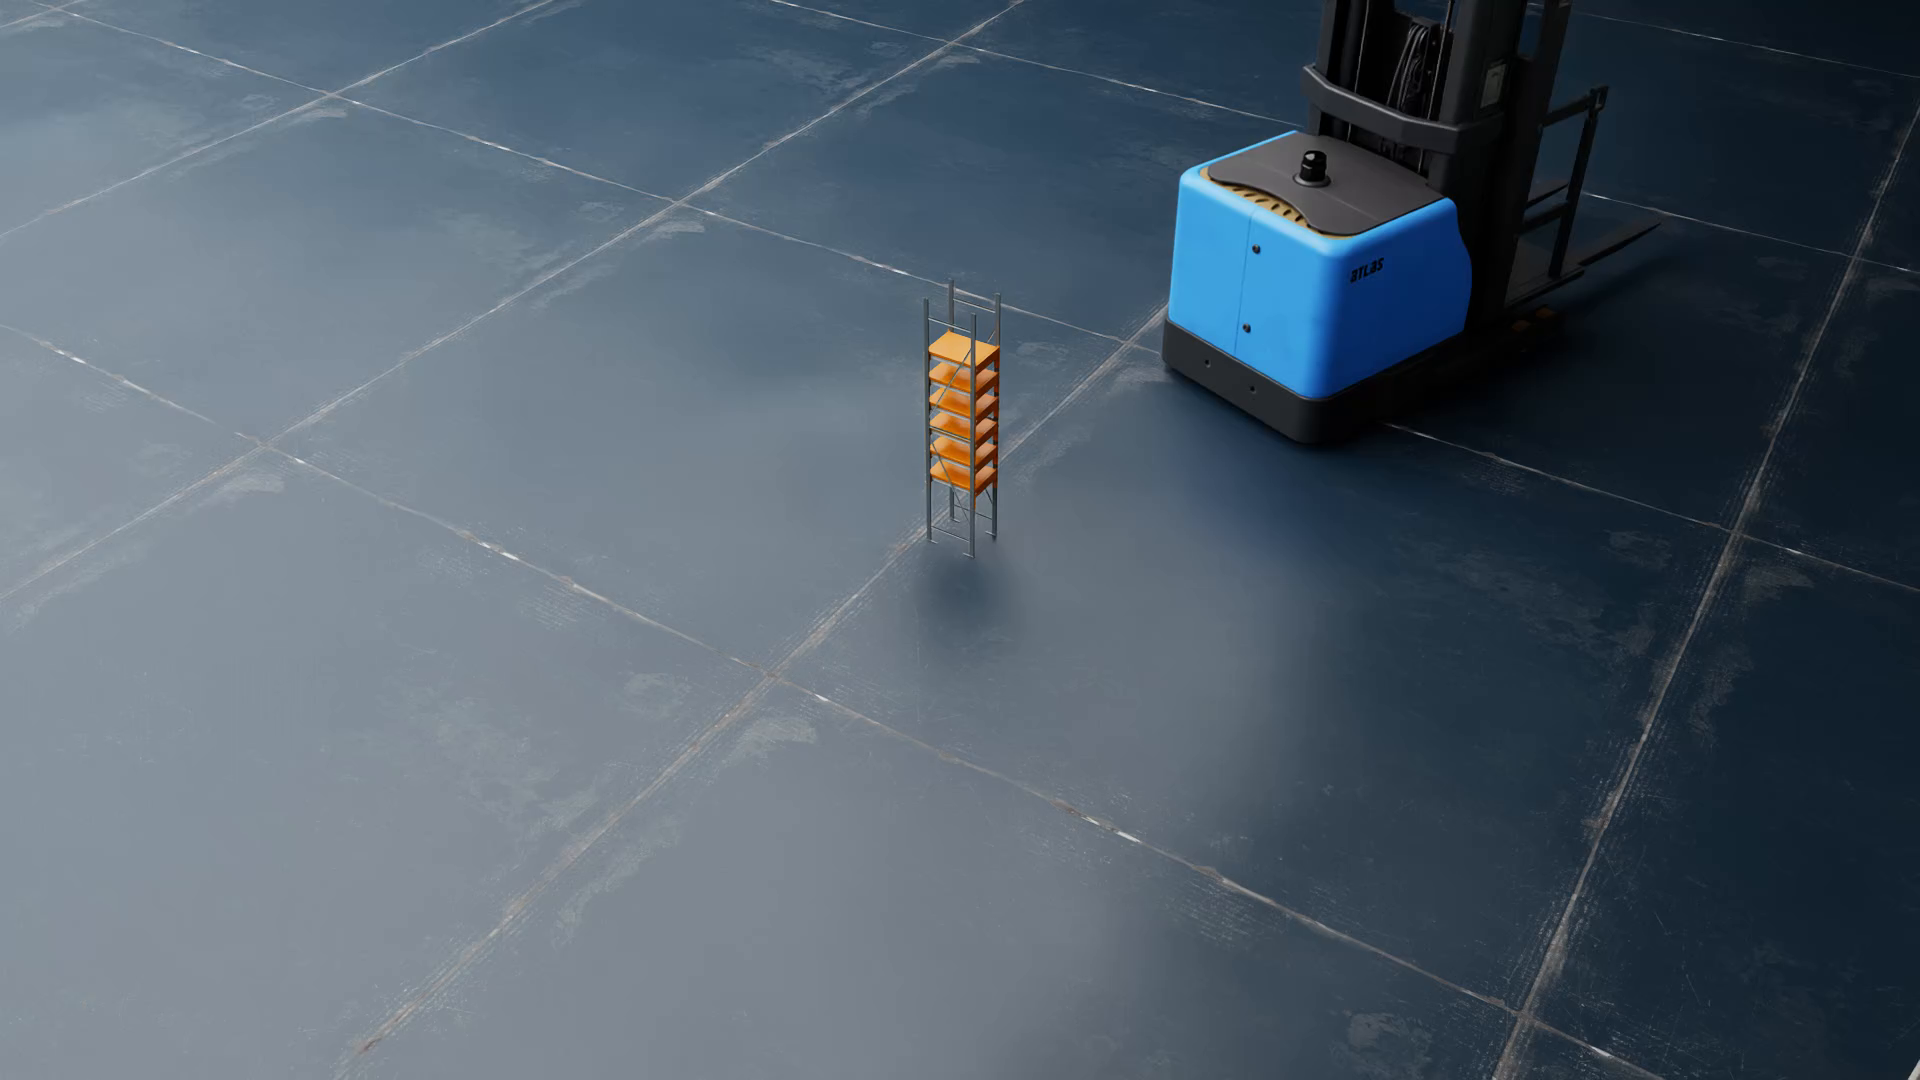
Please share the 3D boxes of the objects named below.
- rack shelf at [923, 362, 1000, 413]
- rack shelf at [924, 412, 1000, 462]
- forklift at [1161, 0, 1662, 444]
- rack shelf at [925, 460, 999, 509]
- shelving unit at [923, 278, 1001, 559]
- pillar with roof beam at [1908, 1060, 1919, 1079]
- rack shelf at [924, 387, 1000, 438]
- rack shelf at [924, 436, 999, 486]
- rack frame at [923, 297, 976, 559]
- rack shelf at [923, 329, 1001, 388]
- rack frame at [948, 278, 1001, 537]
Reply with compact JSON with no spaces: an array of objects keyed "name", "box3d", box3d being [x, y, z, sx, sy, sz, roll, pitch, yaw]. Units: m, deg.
[{"name":"rack shelf","box3d":[0.008,-0.638,6.774,0.258,0.103,0.180,21,42,25]},{"name":"rack shelf","box3d":[0.008,-0.447,6.920,0.258,0.103,0.180,21,42,25]},{"name":"forklift","box3d":[2.481,-2.343,7.889,3.031,2.935,1.130,-25,44,-29]},{"name":"rack shelf","box3d":[0.008,-0.257,7.067,0.258,0.103,0.180,21,42,25]},{"name":"shelving unit","box3d":[0.008,-0.483,6.893,0.258,1.200,0.189,21,42,25]},{"name":"pillar with roof beam","box3d":[-0.849,-3.071,3.864,9.100,9.000,0.400,21,42,25]},{"name":"rack shelf","box3d":[0.008,-0.542,6.847,0.258,0.103,0.180,21,42,25]},{"name":"rack shelf","box3d":[0.008,-0.352,6.994,0.258,0.103,0.180,21,42,25]},{"name":"rack frame","box3d":[-0.041,-0.435,6.832,0.240,1.200,0.006,21,42,25]},{"name":"rack shelf","box3d":[0.008,-0.733,6.701,0.258,0.103,0.180,21,42,25]},{"name":"rack frame","box3d":[0.057,-0.530,6.955,0.240,1.200,0.006,21,42,25]}]
